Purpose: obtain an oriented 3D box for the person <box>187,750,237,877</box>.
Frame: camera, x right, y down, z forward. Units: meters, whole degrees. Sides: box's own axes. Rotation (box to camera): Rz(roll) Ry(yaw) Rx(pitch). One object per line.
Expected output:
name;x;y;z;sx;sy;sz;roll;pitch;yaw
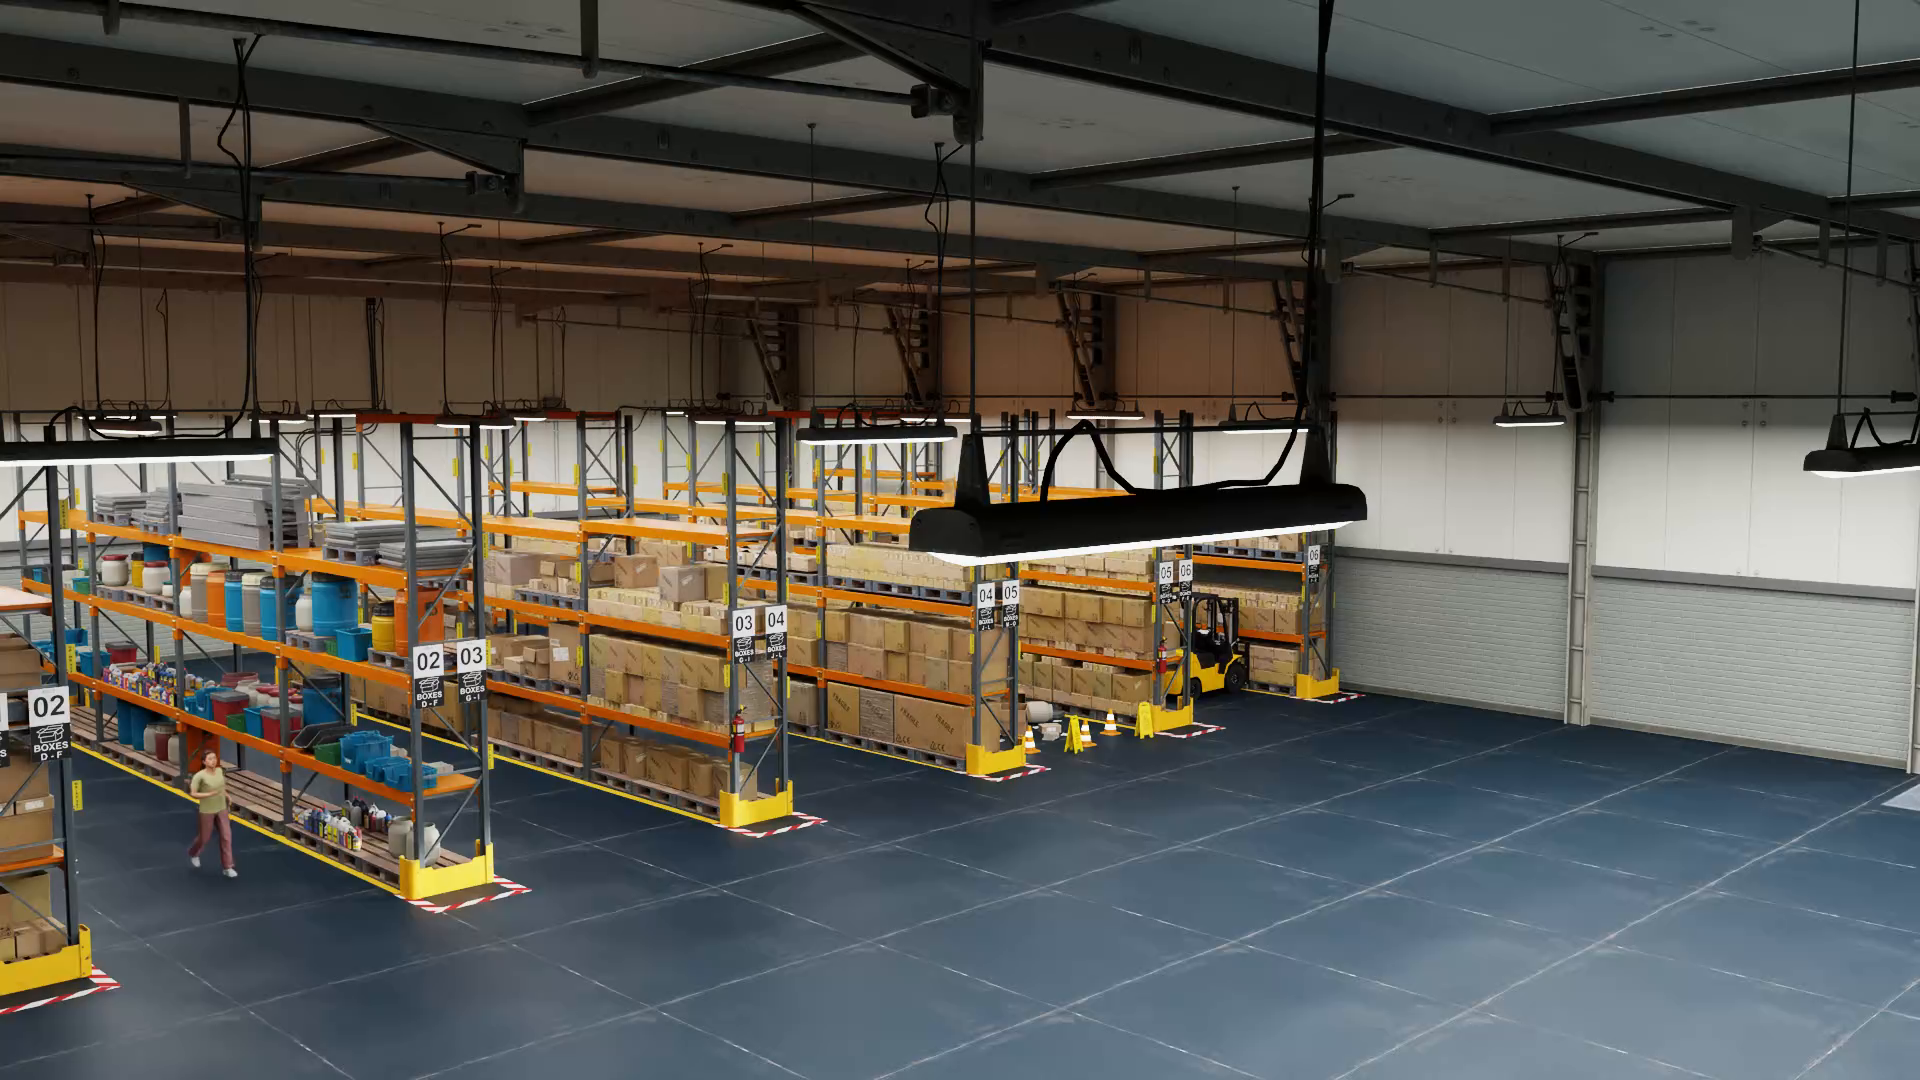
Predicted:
person;-9.863;3.577;21.918;0.963;1.647;0.579;4;6;36
